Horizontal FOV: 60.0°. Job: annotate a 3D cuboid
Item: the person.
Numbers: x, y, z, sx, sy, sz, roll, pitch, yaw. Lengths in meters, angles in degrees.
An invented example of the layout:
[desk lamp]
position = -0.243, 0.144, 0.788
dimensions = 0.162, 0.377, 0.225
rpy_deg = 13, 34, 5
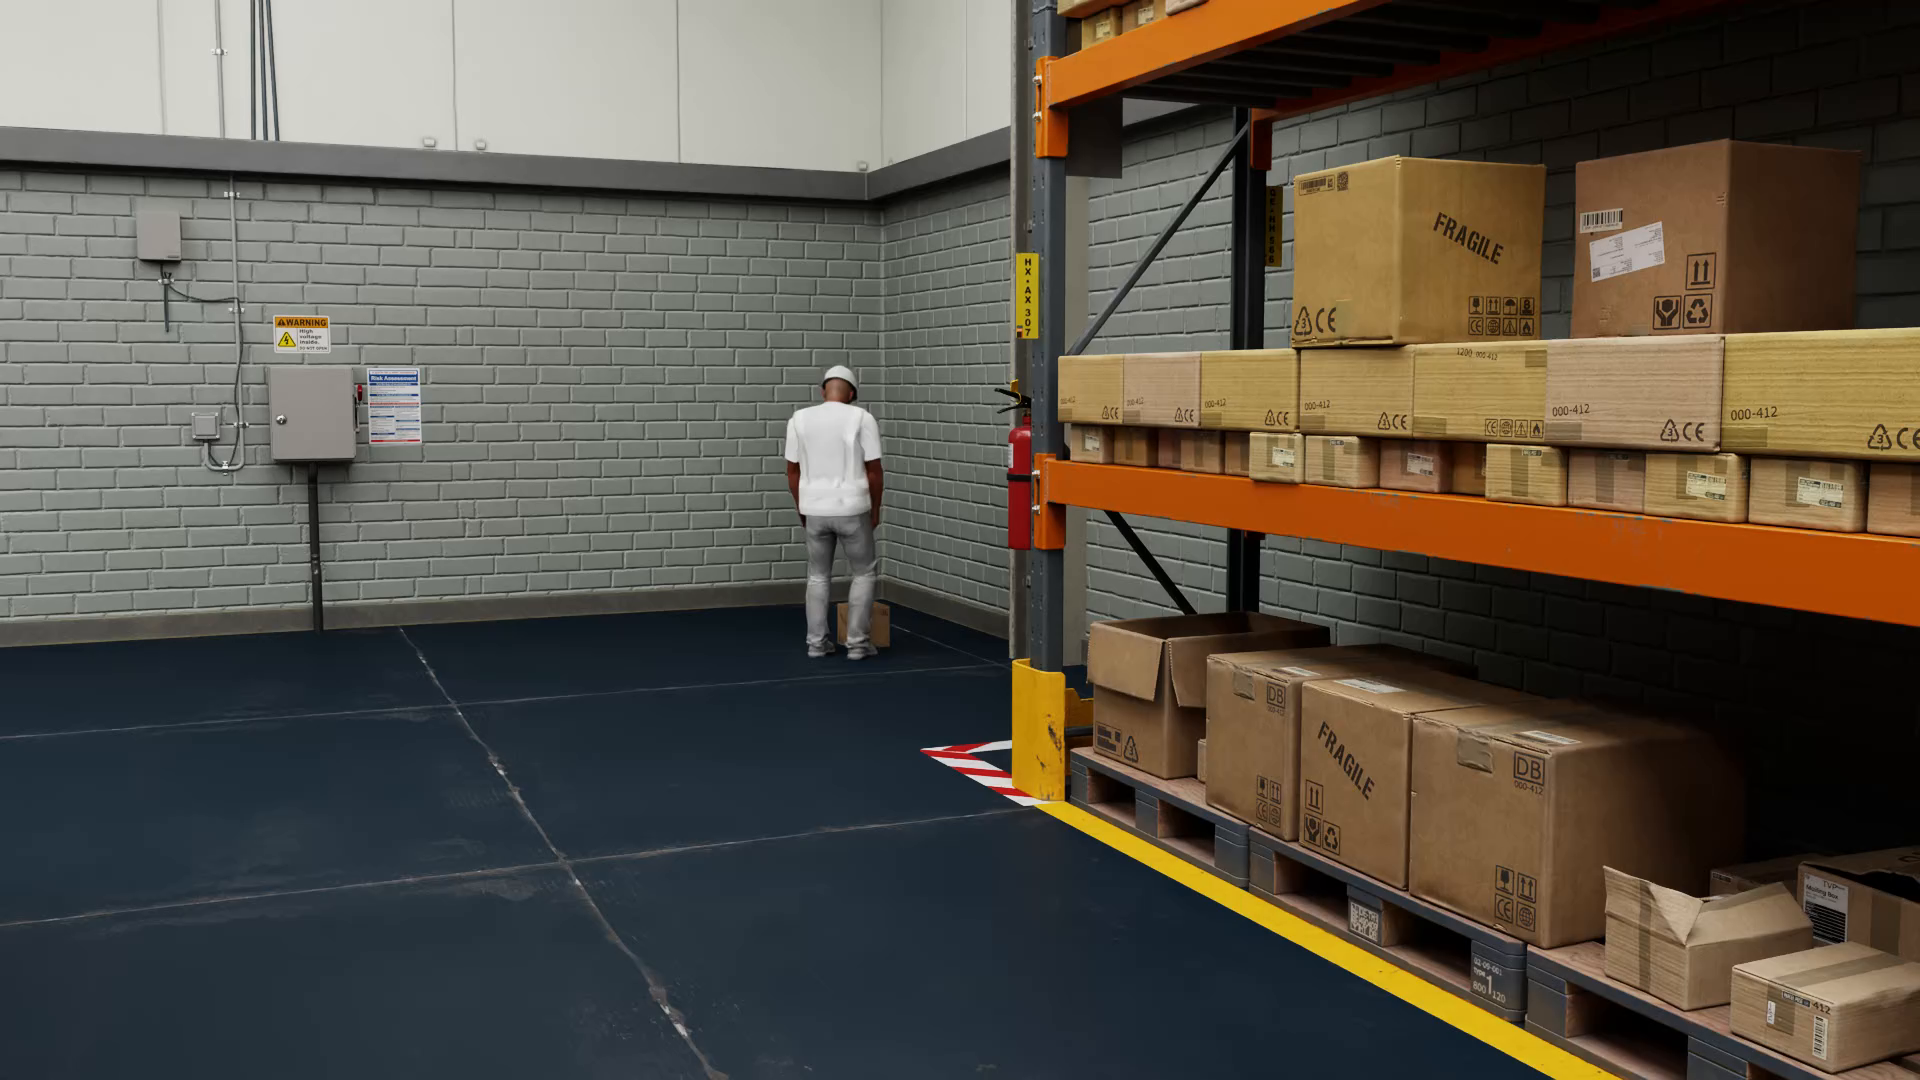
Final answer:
[person]
position = -0.729, -0.167, 9.753
dimensions = 0.595, 1.708, 0.472
rpy_deg = 2, 6, 16
